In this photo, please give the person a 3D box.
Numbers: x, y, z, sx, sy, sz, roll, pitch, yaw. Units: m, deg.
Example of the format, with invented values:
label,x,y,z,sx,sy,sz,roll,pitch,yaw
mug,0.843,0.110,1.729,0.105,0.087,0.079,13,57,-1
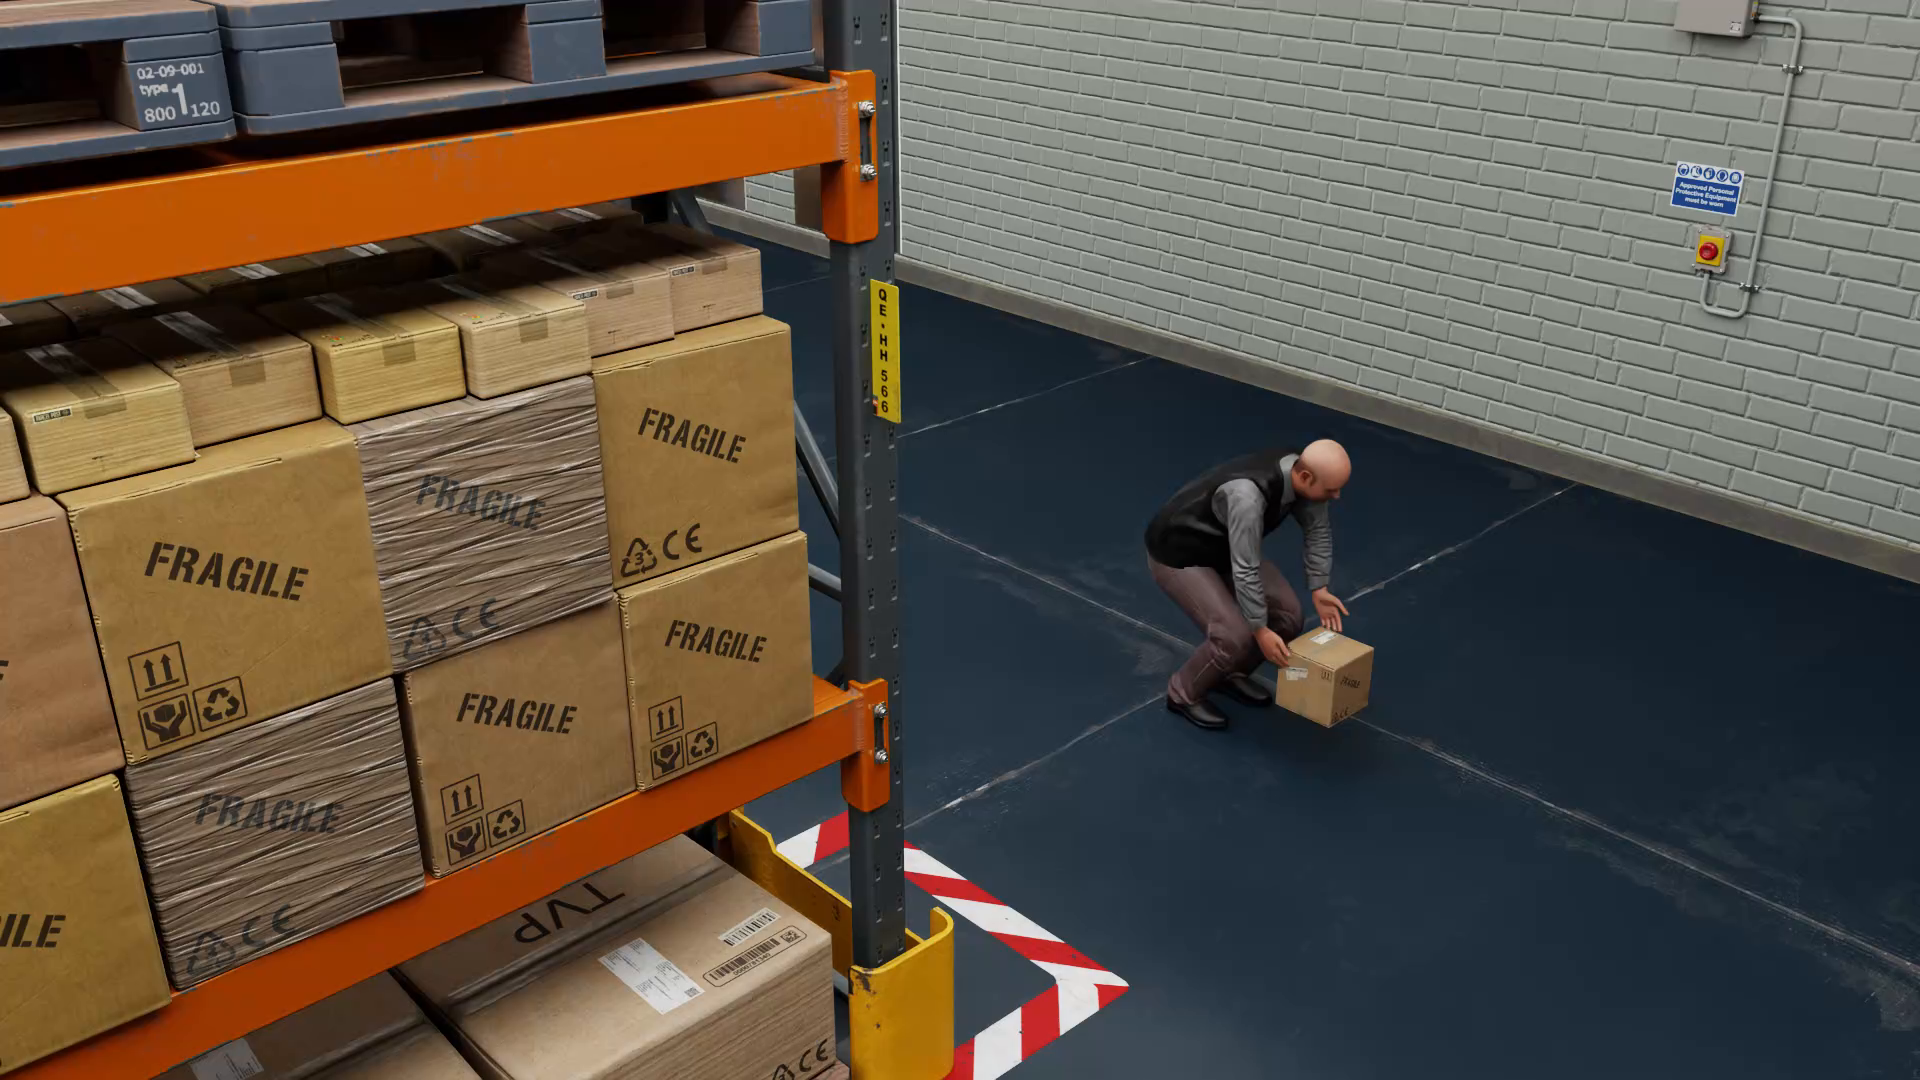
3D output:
label,x,y,z,sx,sy,sz,roll,pitch,yaw
person,1.122,0.120,6.477,0.583,1.225,0.789,-21,32,-39
